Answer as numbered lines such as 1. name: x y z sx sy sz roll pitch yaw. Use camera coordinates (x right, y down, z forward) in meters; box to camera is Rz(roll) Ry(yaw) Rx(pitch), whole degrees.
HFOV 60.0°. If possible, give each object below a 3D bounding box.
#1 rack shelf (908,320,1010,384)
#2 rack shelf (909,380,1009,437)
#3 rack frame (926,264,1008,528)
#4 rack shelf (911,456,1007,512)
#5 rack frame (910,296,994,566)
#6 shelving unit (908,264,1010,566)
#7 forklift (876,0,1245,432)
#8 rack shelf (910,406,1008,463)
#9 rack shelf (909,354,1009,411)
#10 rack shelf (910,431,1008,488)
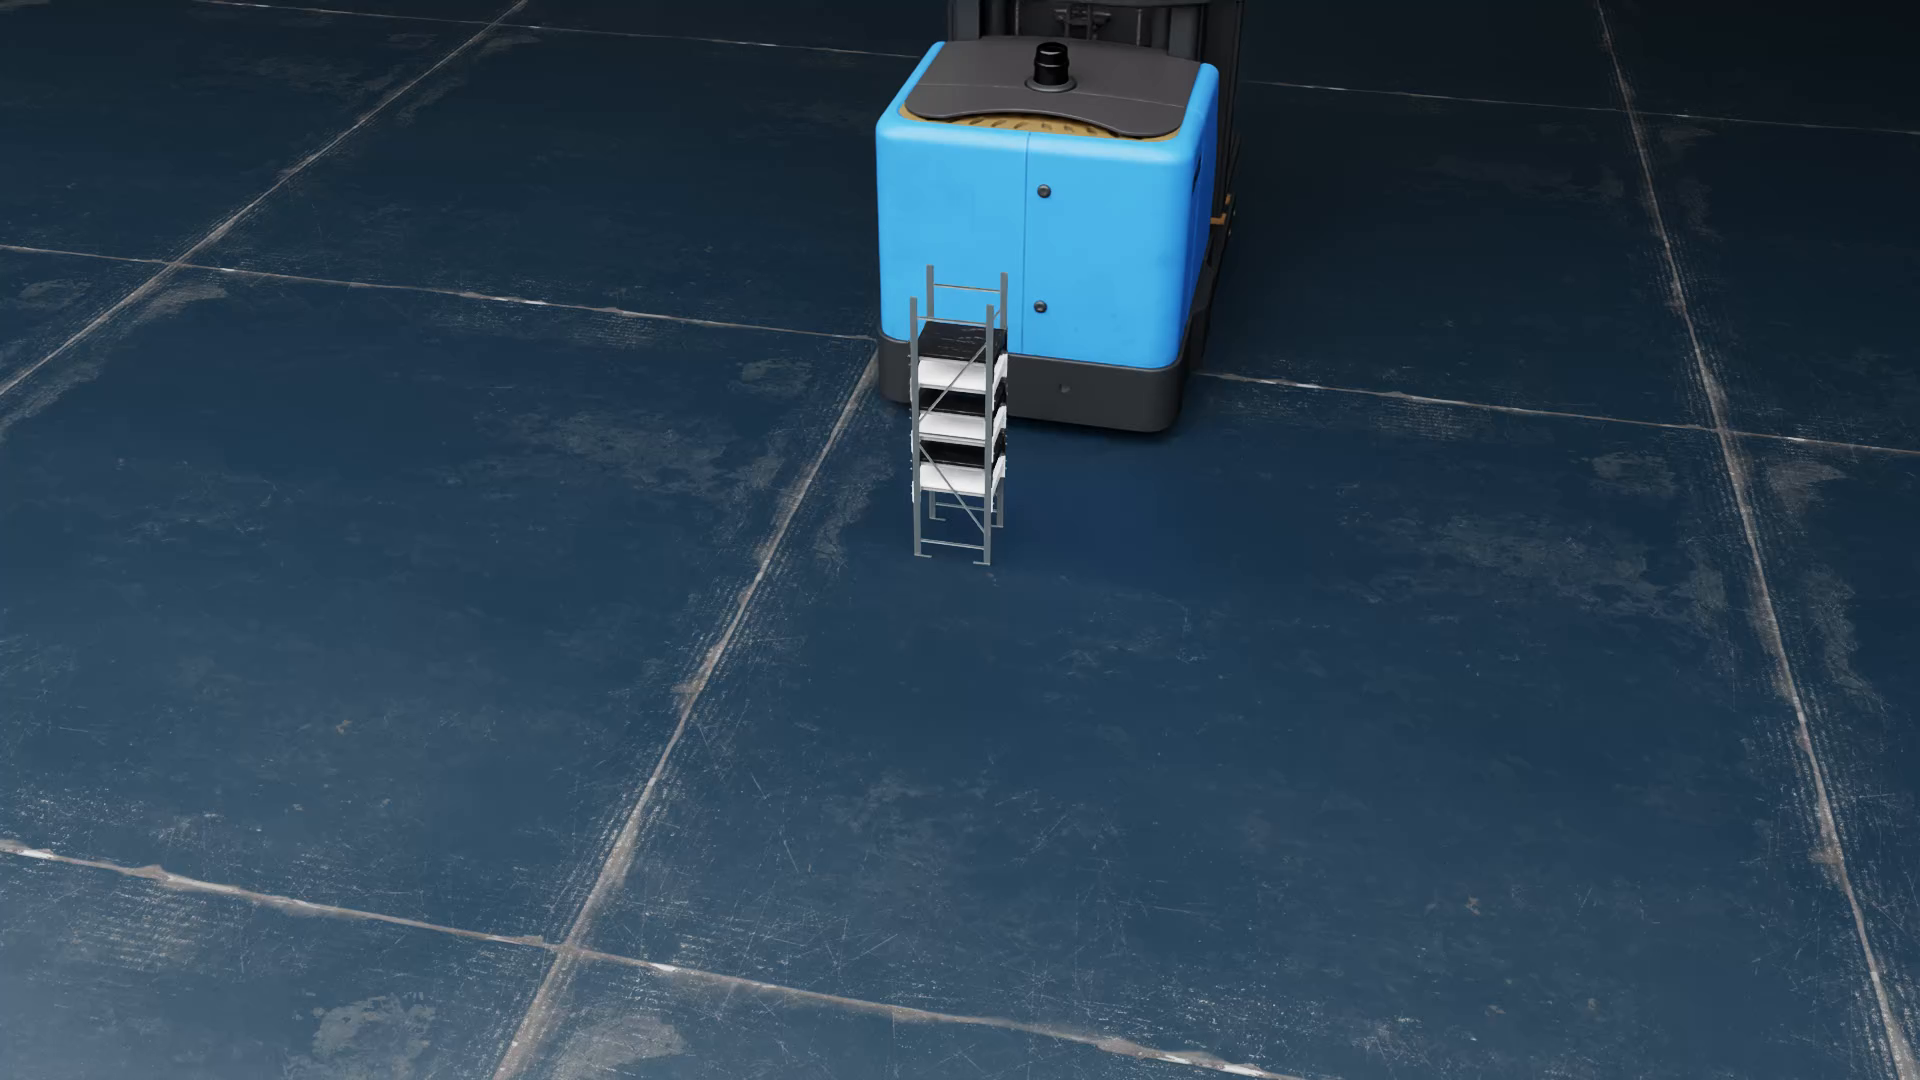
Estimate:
1. rack shelf: -0.002 -0.551 4.841 0.258 0.077 0.200 7 37 10
2. rack shelf: -0.002 -0.406 4.946 0.258 0.077 0.200 7 37 10
3. rack frame: 0.020 -0.418 5.060 0.240 0.900 0.006 7 37 10
4. rack shelf: -0.002 -0.187 5.105 0.258 0.077 0.200 7 37 10
5. rack frame: -0.023 -0.301 4.899 0.240 0.900 0.006 7 37 10
6. shelving unit: -0.002 -0.360 4.979 0.258 0.900 0.210 7 37 10
7. forklift: 0.551 -2.415 6.084 1.130 2.935 3.031 8 37 11
8. rack shelf: -0.002 -0.333 4.999 0.258 0.077 0.200 7 37 10
9. rack shelf: -0.002 -0.478 4.893 0.258 0.077 0.200 7 37 10
10. rack shelf: -0.002 -0.260 5.052 0.258 0.077 0.200 7 37 10
